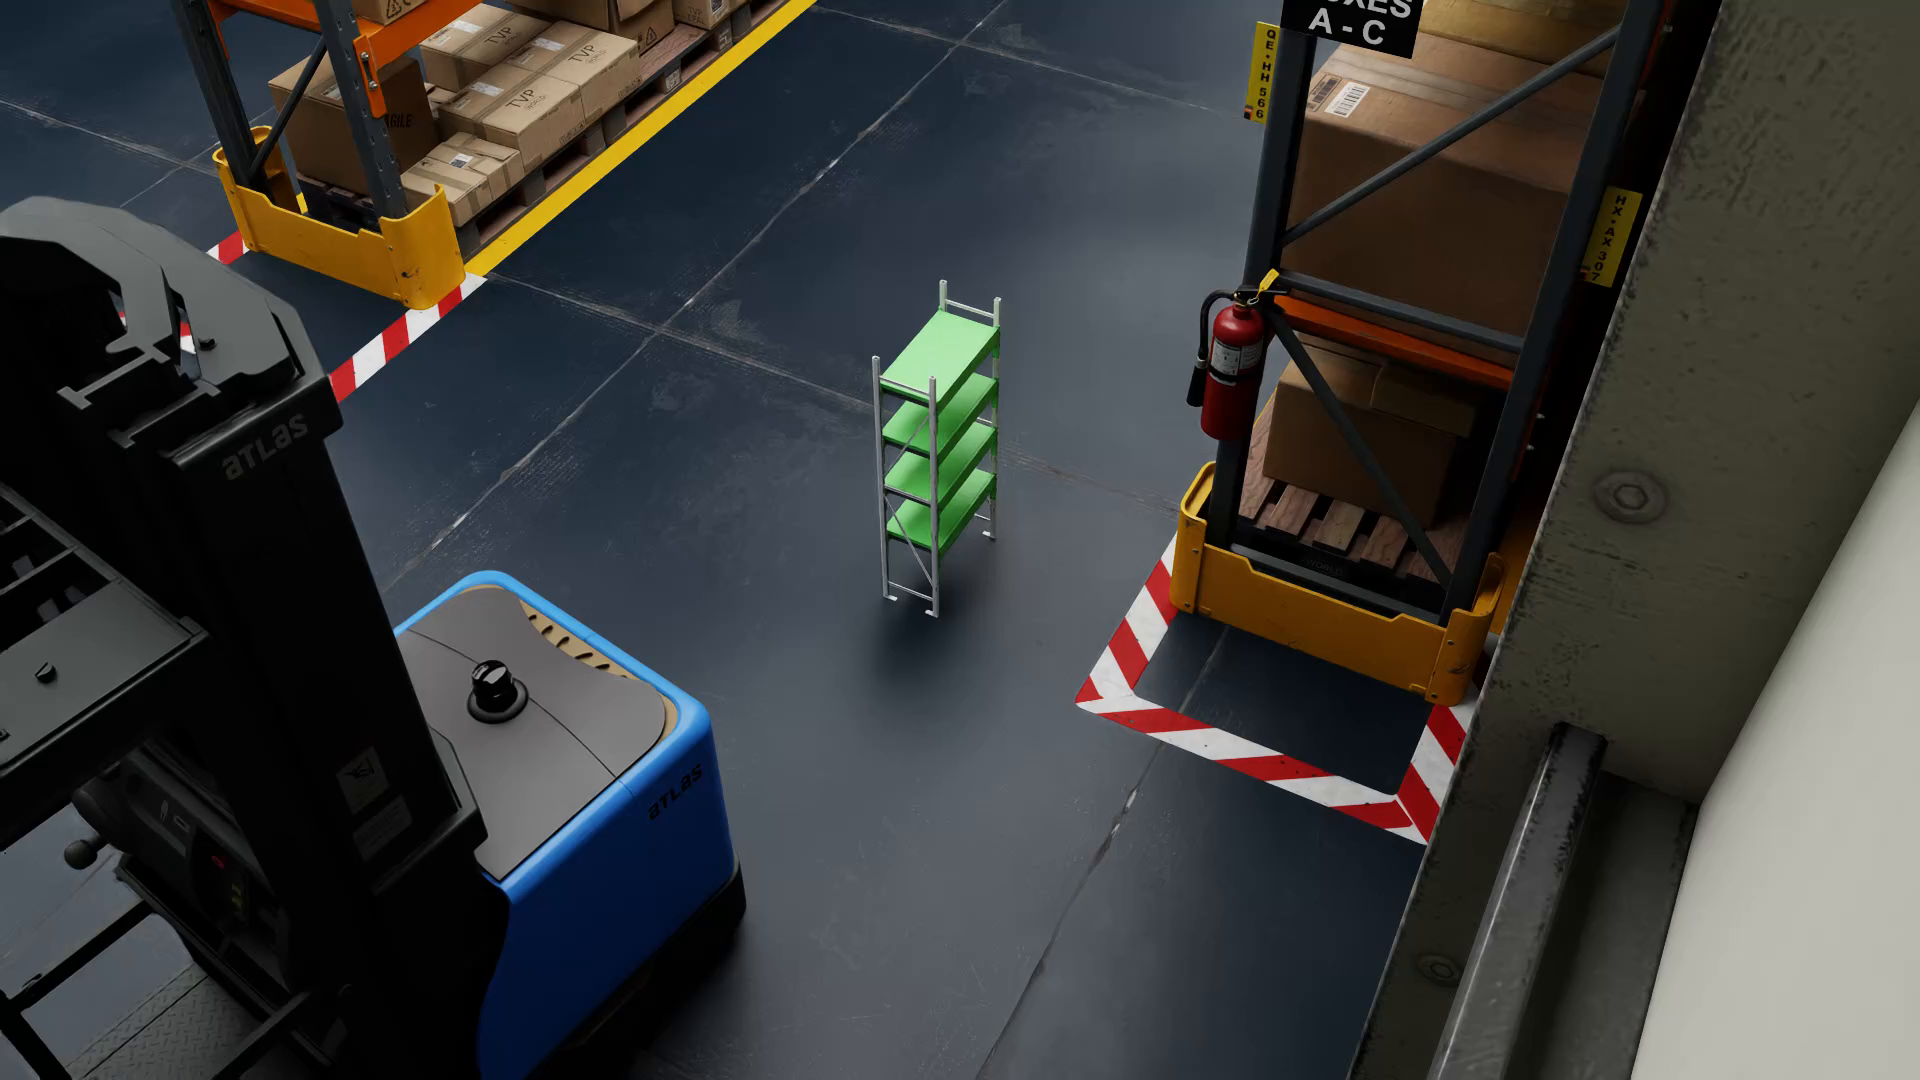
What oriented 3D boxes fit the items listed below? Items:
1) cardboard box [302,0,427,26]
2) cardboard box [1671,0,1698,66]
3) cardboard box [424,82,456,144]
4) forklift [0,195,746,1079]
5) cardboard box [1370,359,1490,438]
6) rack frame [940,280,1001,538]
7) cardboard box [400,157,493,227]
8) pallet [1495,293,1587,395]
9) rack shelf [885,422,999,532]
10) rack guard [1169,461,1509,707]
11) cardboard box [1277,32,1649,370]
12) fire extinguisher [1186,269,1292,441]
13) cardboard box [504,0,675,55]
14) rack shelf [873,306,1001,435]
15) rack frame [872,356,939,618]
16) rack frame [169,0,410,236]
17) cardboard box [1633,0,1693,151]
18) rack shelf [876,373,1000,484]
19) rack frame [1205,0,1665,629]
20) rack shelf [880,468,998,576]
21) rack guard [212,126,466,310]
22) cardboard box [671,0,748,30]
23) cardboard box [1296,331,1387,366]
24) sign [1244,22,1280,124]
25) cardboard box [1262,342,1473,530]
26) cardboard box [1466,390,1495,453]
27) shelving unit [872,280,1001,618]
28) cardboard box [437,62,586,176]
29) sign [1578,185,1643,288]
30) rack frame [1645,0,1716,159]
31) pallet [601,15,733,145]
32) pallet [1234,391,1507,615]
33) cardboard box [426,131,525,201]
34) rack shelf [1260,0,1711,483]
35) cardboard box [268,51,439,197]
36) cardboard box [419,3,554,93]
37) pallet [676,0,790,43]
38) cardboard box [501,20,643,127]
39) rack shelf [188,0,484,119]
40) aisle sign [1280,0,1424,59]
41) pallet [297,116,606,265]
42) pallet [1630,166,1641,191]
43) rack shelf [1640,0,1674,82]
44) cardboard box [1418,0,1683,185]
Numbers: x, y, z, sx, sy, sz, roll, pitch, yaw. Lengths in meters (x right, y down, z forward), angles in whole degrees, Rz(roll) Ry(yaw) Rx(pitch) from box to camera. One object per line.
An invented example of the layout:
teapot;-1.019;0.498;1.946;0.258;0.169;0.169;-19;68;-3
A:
cardboard box;-2.545;-2.598;7.138;0.500;0.500;0.500;21;49;20
cardboard box;2.652;-2.568;6.968;0.980;0.700;0.700;19;48;18
cardboard box;-2.683;-2.178;8.477;0.380;0.166;0.250;20;49;19
forklift;-2.004;0.830;3.869;1.130;2.935;3.031;29;52;26
cardboard box;1.760;-0.563;6.204;0.380;0.149;0.250;21;49;19
rack frame;0.036;-0.471;6.372;0.240;1.200;0.015;20;49;19
cardboard box;-2.486;-1.673;7.990;0.380;0.149;0.250;20;49;19
pallet;2.274;-1.052;7.641;1.003;0.211;1.213;20;49;19
rack shelf;-0.077;-0.273;6.266;0.258;0.148;0.480;20;49;19
rack guard;1.394;0.157;6.244;1.175;0.500;0.348;20;49;19
cardboard box;1.633;-1.167;5.584;0.980;0.700;0.700;23;50;21
fire extinguisher;0.926;-0.636;5.586;0.296;0.674;0.183;20;49;19
cardboard box;-1.995;-2.982;9.034;0.797;0.503;0.637;20;49;19
rack shelf;-0.077;-0.610;5.924;0.258;0.148;0.480;20;49;19
rack frame;-0.190;-0.164;6.068;0.240;1.200;0.015;20;49;19
rack frame;-2.985;-2.370;6.984;1.000;3.000;0.127;20;49;19
cardboard box;2.323;-2.106;6.512;0.980;0.700;0.700;18;48;17
rack shelf;-0.077;-0.441;6.095;0.258;0.148;0.480;20;49;19
rack frame;1.405;-0.737;5.370;1.000;3.000;0.127;20;49;19
rack shelf;-0.077;-0.104;6.436;0.258;0.148;0.480;20;49;19
rack guard;-2.949;-1.539;7.920;1.175;0.500;0.348;20;49;19
cardboard box;-1.489;-3.175;9.360;0.500;0.311;0.500;20;49;19
cardboard box;1.539;-0.849;6.486;0.380;0.149;0.250;20;49;19
sign;0.931;-1.415;5.059;0.100;0.325;0.005;20;49;19
cardboard box;1.641;-0.480;6.578;0.700;0.500;0.500;20;49;19
cardboard box;1.873;-0.795;6.889;0.700;0.500;0.500;20;49;19
shelving unit;-0.077;-0.318;6.220;0.258;1.200;0.503;20;49;19
cardboard box;-2.249;-2.122;8.362;0.500;0.250;0.500;20;49;19
sign;1.894;-0.882;4.849;0.100;0.325;0.005;20;49;19
rack frame;3.262;-3.257;7.860;1.000;3.000;0.127;20;49;19
pallet;-2.013;-2.706;9.276;1.003;0.211;1.213;20;49;19
pallet;1.707;-0.286;6.885;1.003;0.211;1.213;20;49;19
cardboard box;-2.370;-1.837;8.139;0.380;0.166;0.250;20;49;19
rack shelf;2.333;-1.744;6.871;1.077;0.370;4.000;20;49;19
cardboard box;-2.950;-2.070;8.135;0.500;0.500;0.500;20;49;19
cardboard box;-2.483;-2.571;8.806;0.500;0.250;0.500;20;49;19
pallet;-1.447;-3.478;10.039;1.003;0.211;1.213;20;49;19
cardboard box;-2.017;-2.437;8.674;0.500;0.250;0.500;20;49;19
rack shelf;-2.056;-3.377;8.485;1.077;0.370;4.000;20;49;19
aisle sign;1.106;-1.705;4.498;0.394;0.787;0.004;20;49;19
pallet;-2.580;-1.940;8.520;1.003;0.211;1.213;20;49;19
pallet;2.839;-1.824;8.404;1.003;0.211;1.213;20;49;19
rack shelf;2.333;-2.799;5.804;1.077;0.370;4.000;20;49;19
cardboard box;1.961;-1.629;6.040;0.980;0.700;0.700;20;49;19
